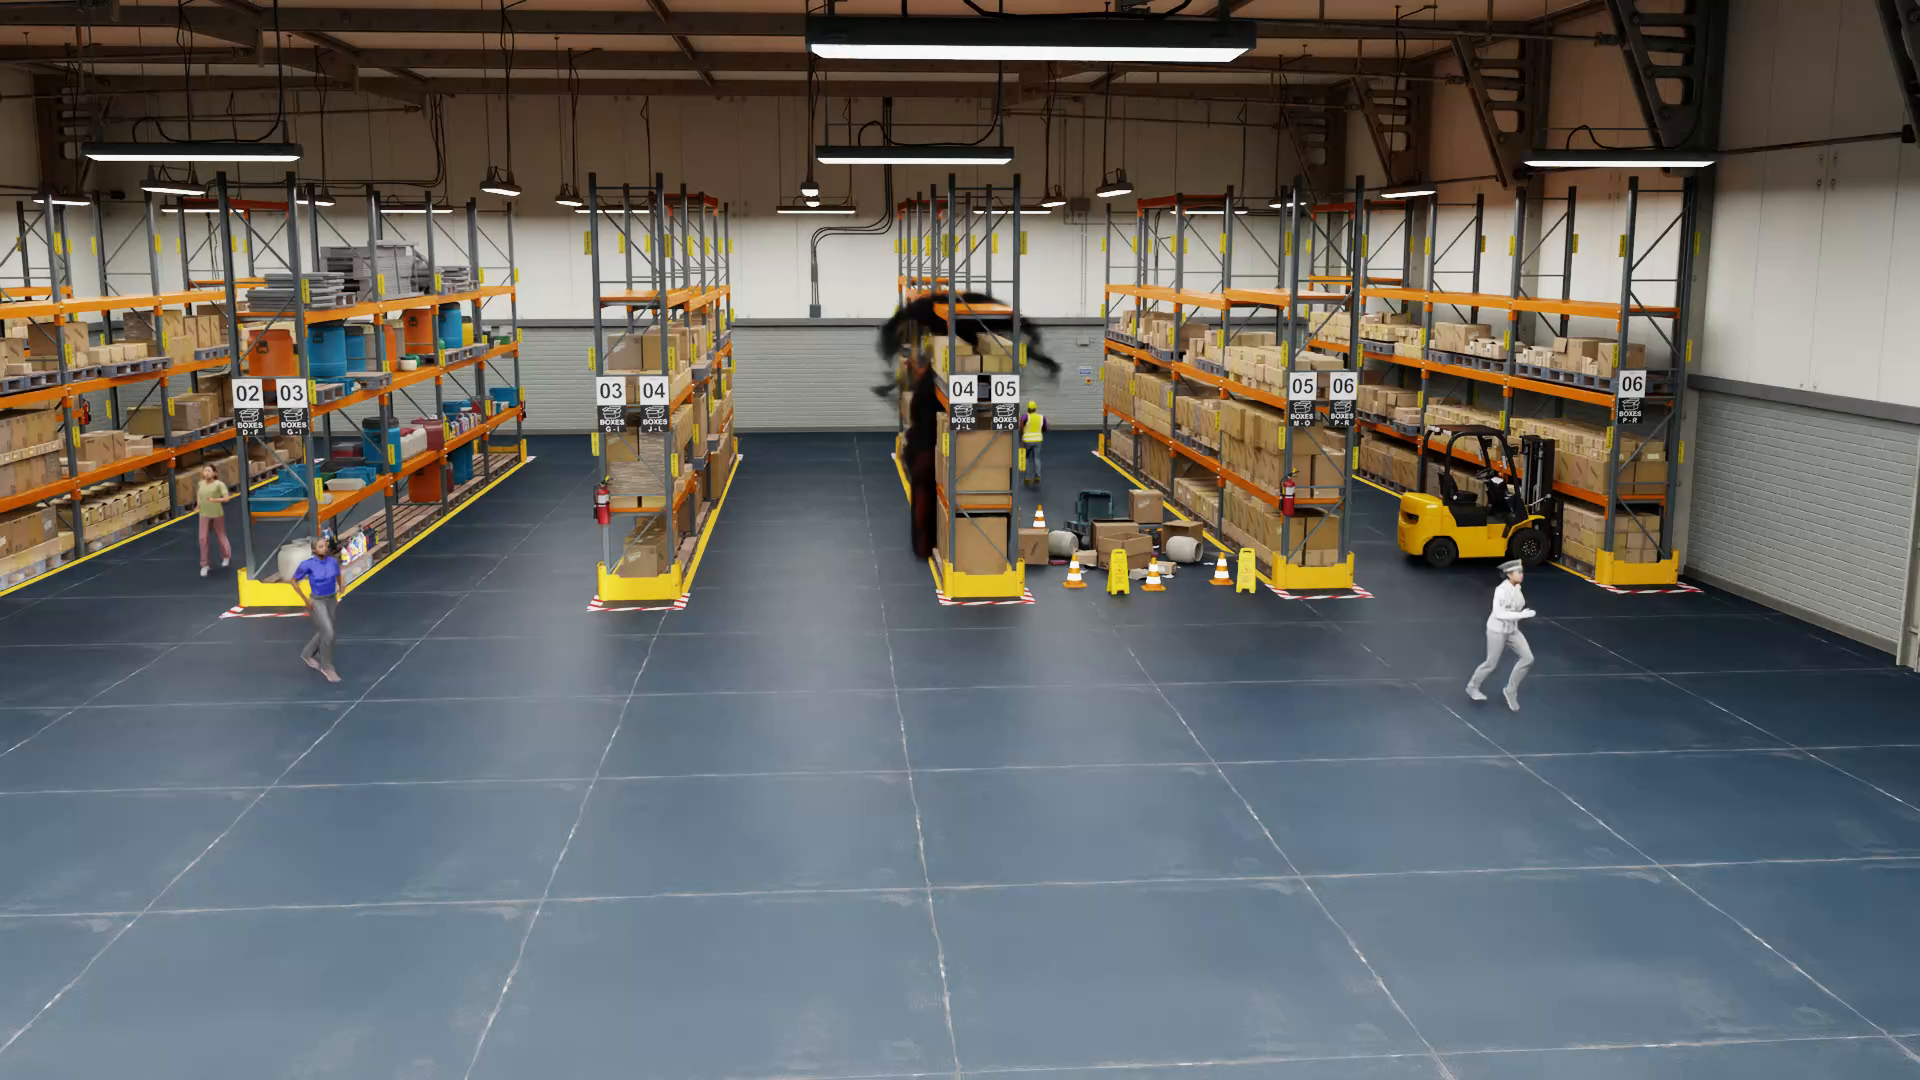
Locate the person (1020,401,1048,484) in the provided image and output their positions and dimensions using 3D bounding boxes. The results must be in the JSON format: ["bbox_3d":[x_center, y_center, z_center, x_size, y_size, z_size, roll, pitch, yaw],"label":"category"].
[{"bbox_3d":[1.543,-1.997,35.026,0.678,1.846,0.860,-2,10,-11],"label":"person"}]

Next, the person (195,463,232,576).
[{"bbox_3d":[-11.553,-0.337,25.709,0.564,1.658,0.907,-1,10,-6],"label":"person"}]

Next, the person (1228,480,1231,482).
[{"bbox_3d":[5.805,-1.941,35.179,0.547,1.563,0.755,-1,10,-8],"label":"person"}]

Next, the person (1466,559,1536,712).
[{"bbox_3d":[5.915,1.013,18.131,0.639,1.697,0.803,-9,14,-42],"label":"person"}]

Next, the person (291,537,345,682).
[{"bbox_3d":[-7.507,0.806,19.511,0.713,1.705,0.606,6,11,29],"label":"person"}]
